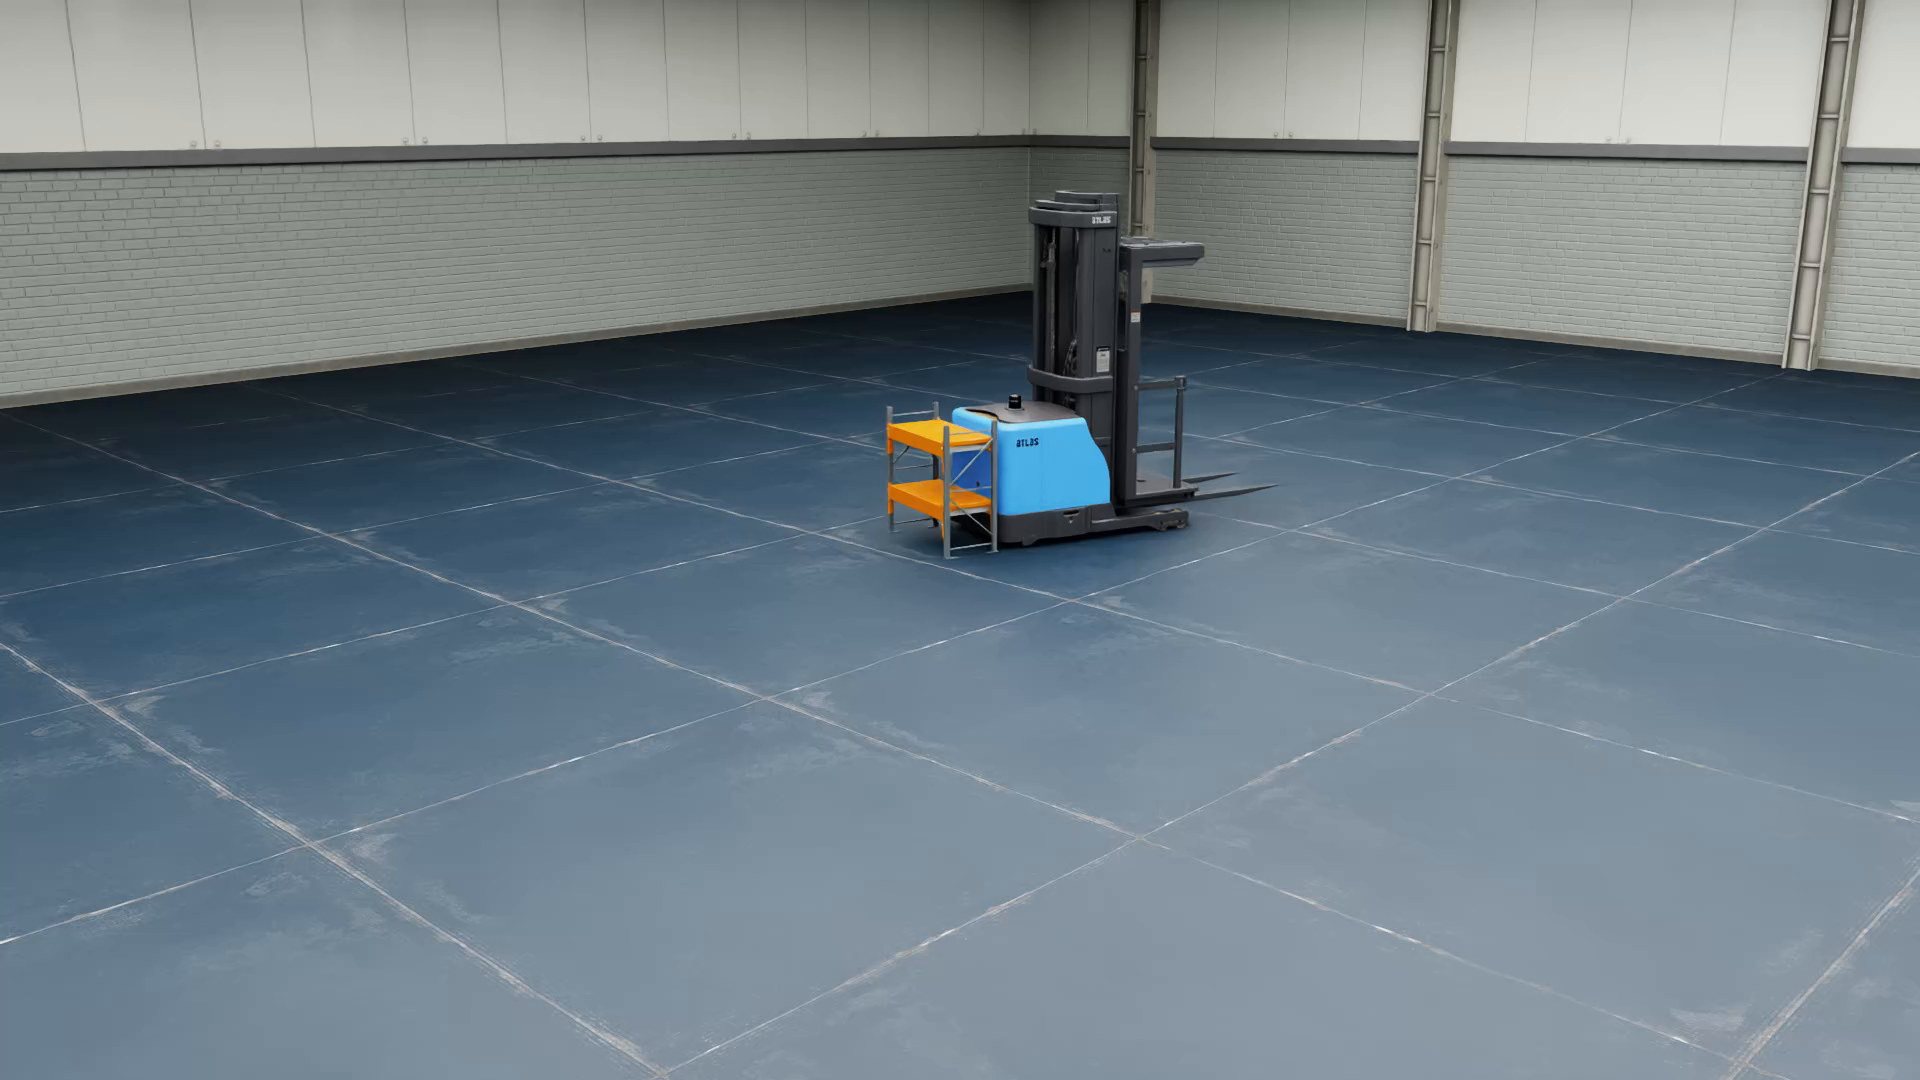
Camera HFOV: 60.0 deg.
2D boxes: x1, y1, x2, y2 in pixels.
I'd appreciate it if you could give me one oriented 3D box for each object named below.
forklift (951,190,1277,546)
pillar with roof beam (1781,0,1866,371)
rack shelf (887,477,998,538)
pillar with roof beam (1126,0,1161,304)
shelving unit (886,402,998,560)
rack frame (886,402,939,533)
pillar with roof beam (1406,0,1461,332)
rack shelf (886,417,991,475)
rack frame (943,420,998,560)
[{"bbox_3d":[1.462,-1.610,14.796,3.031,2.935,1.130,-8,16,-27],"label":"forklift"},{"bbox_3d":[9.092,-6.048,19.795,0.400,9.000,9.100,14,20,42],"label":"pillar with roof beam"},{"bbox_3d":[-0.162,-0.290,14.284,0.538,0.278,1.000,-8,17,-29],"label":"rack shelf"},{"bbox_3d":[0.453,-8.148,27.855,0.400,9.000,9.100,14,20,42],"label":"pillar with roof beam"},{"bbox_3d":[-0.162,-0.527,14.223,0.538,1.125,1.048,-8,17,-29],"label":"shelving unit"},{"bbox_3d":[-0.413,-0.638,14.650,0.500,1.125,0.032,-8,17,-29],"label":"rack frame"},{"bbox_3d":[4.772,-7.098,23.825,0.400,9.000,9.100,14,20,42],"label":"pillar with roof beam"},{"bbox_3d":[-0.162,-0.810,14.149,0.538,0.278,1.000,-8,17,-29],"label":"rack shelf"},{"bbox_3d":[0.088,-0.415,13.795,0.500,1.125,0.032,-8,17,-29],"label":"rack frame"}]
